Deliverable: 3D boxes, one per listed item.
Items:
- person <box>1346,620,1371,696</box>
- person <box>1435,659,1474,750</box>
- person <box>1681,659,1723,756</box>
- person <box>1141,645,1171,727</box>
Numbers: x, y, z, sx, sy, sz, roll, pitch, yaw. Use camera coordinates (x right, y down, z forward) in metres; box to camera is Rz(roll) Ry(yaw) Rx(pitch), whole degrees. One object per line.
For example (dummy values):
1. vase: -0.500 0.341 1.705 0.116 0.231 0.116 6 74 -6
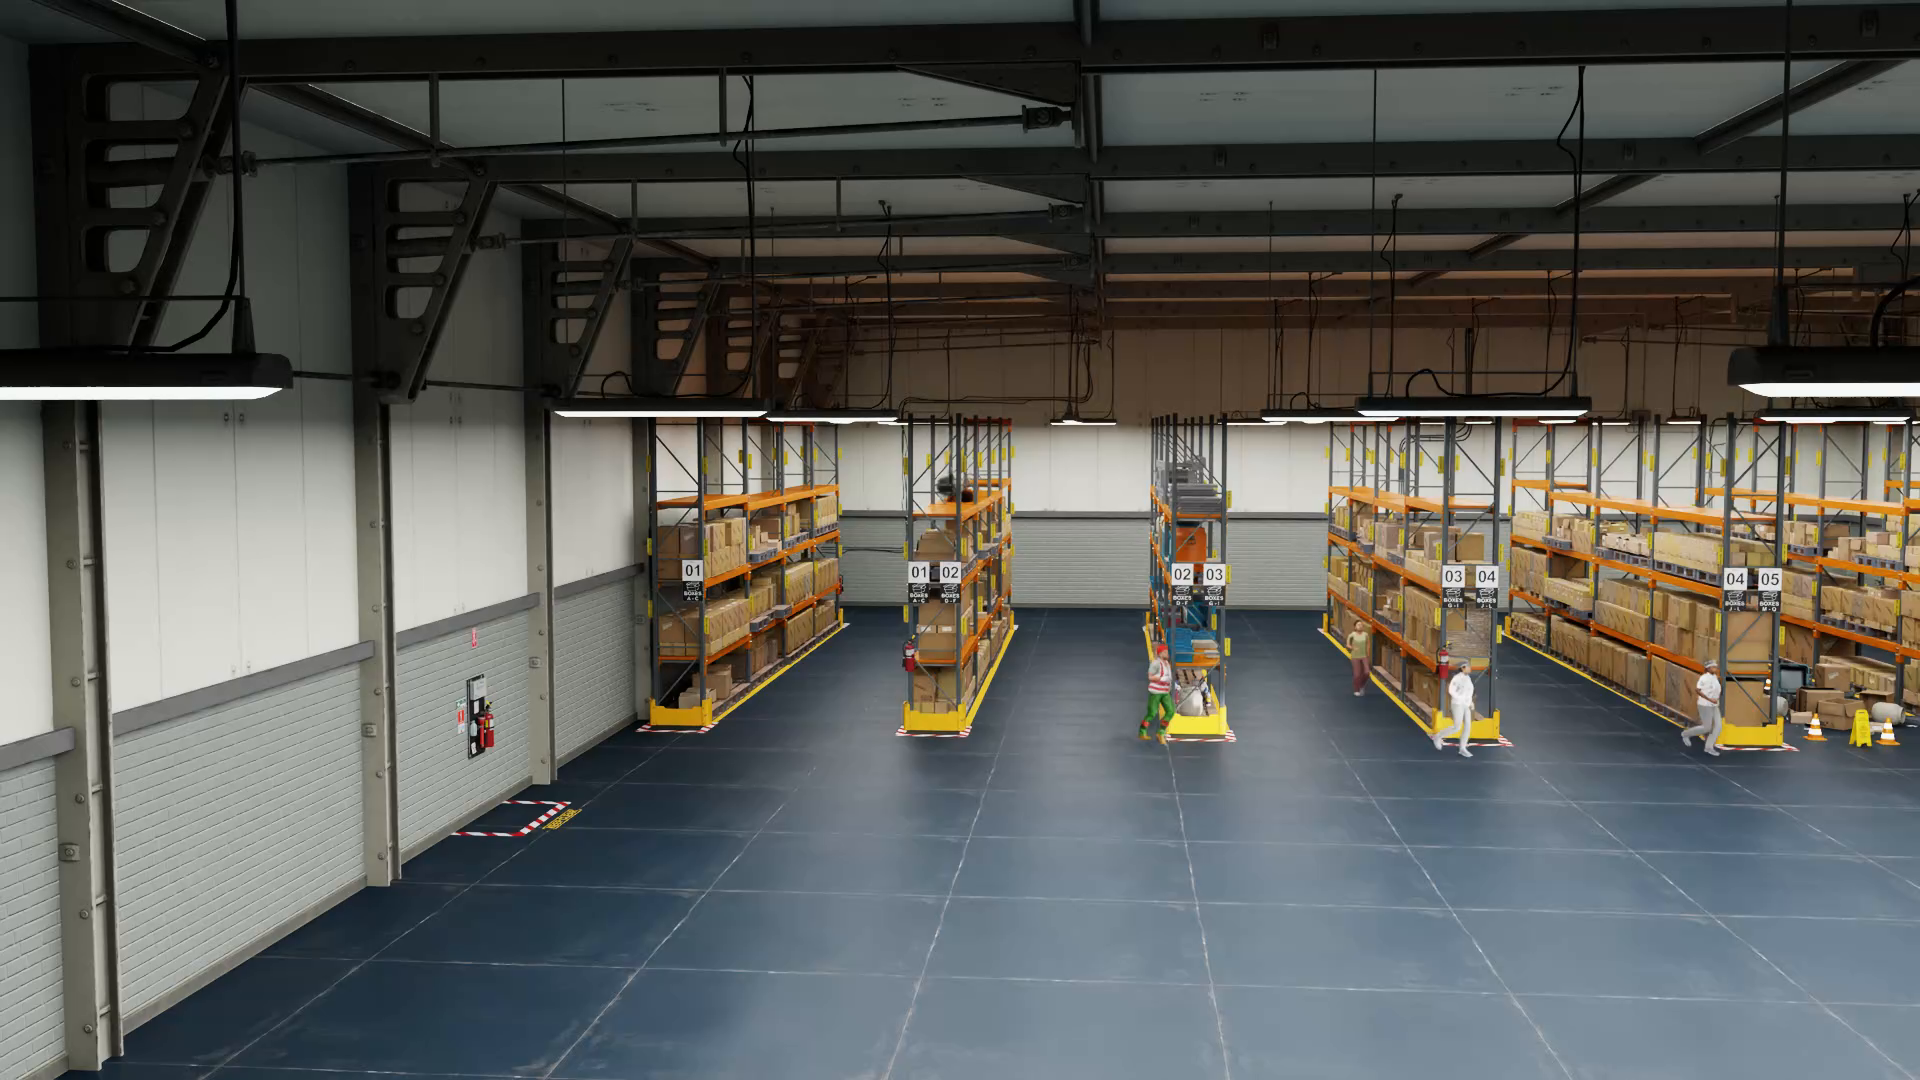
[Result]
1. person: 8.505 2.524 35.343 0.568 1.608 0.543 0 4 -3
2. person: 8.783 2.893 29.335 0.565 1.603 0.581 -4 5 -44
3. person: 13.172 2.925 29.389 0.601 1.682 0.683 -3 5 -37
4. person: -0.564 2.351 34.630 1.026 1.500 12.671 -3 5 -42
